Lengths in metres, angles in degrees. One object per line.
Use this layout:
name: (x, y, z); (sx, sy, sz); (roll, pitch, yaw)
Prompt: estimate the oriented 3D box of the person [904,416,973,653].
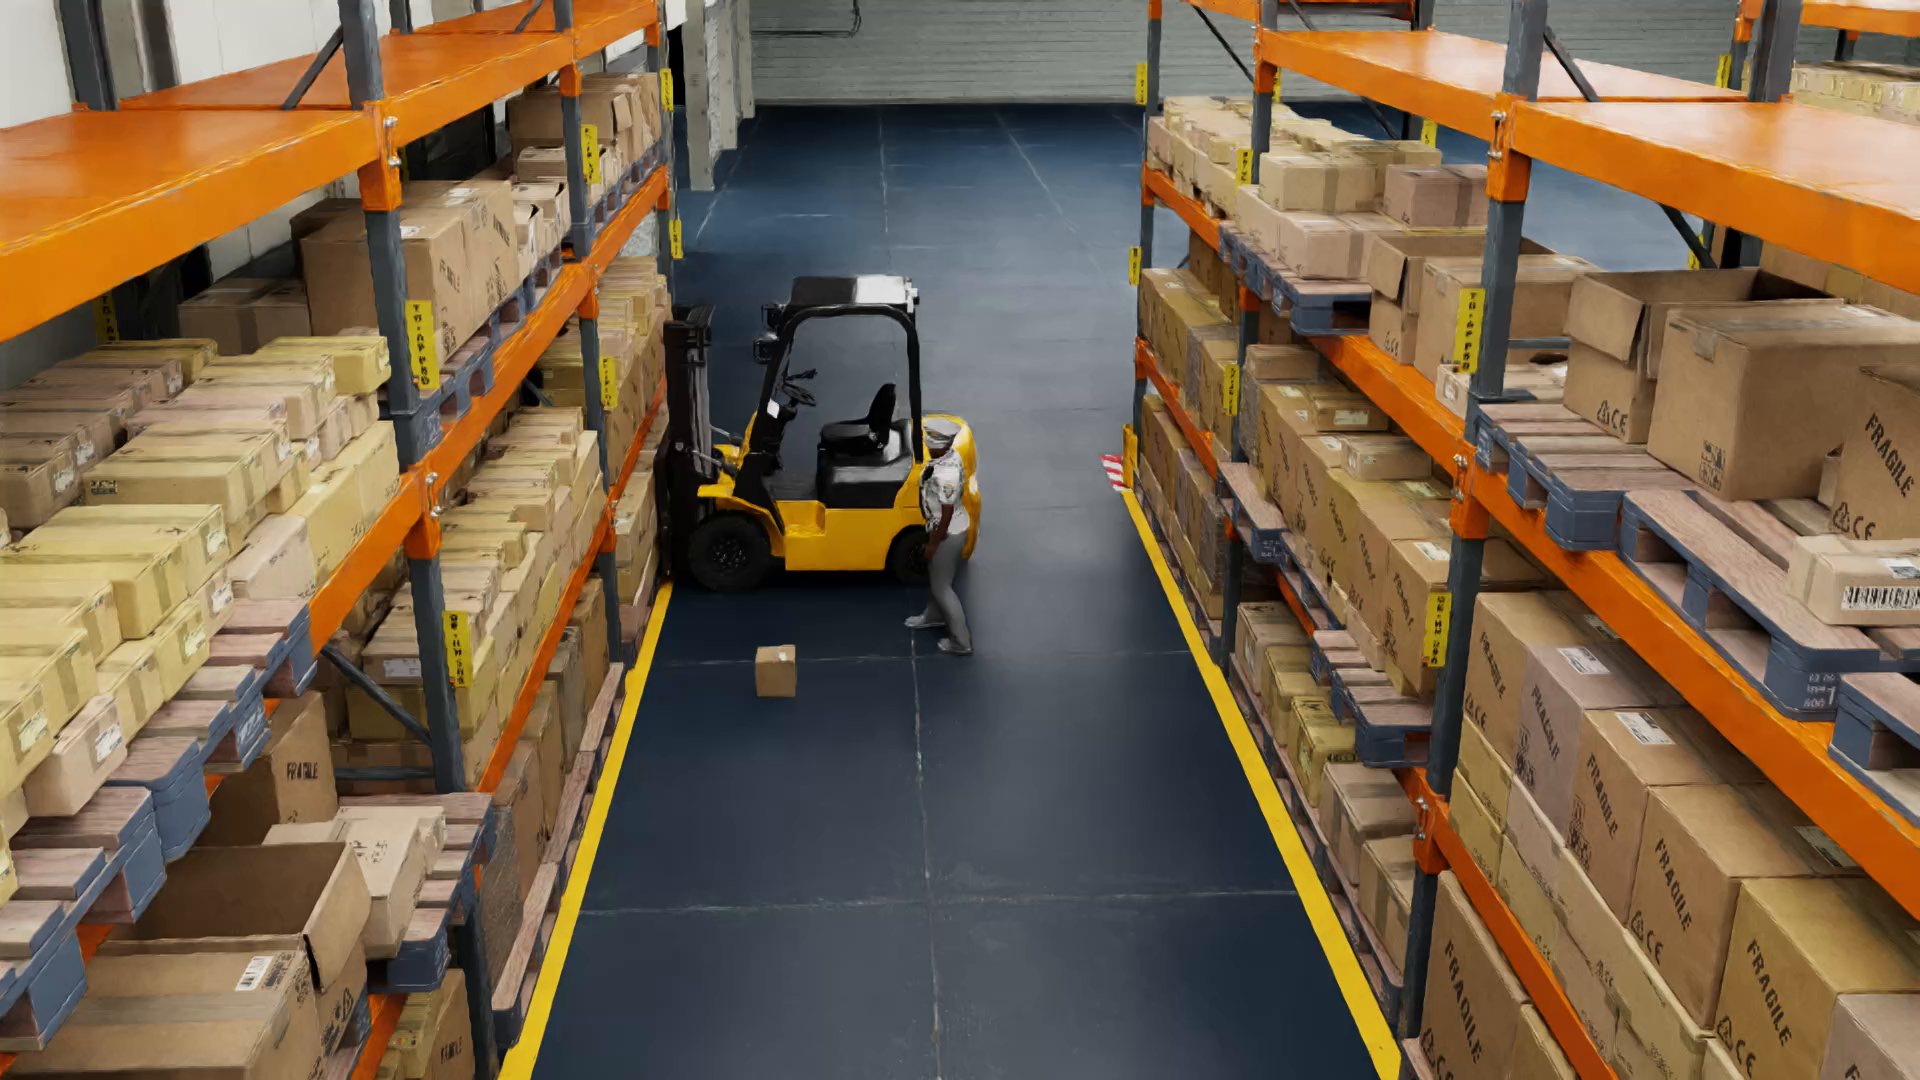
person: (-0.160, -0.059, 11.286); (0.506, 1.652, 0.596); (2, 21, 4)
